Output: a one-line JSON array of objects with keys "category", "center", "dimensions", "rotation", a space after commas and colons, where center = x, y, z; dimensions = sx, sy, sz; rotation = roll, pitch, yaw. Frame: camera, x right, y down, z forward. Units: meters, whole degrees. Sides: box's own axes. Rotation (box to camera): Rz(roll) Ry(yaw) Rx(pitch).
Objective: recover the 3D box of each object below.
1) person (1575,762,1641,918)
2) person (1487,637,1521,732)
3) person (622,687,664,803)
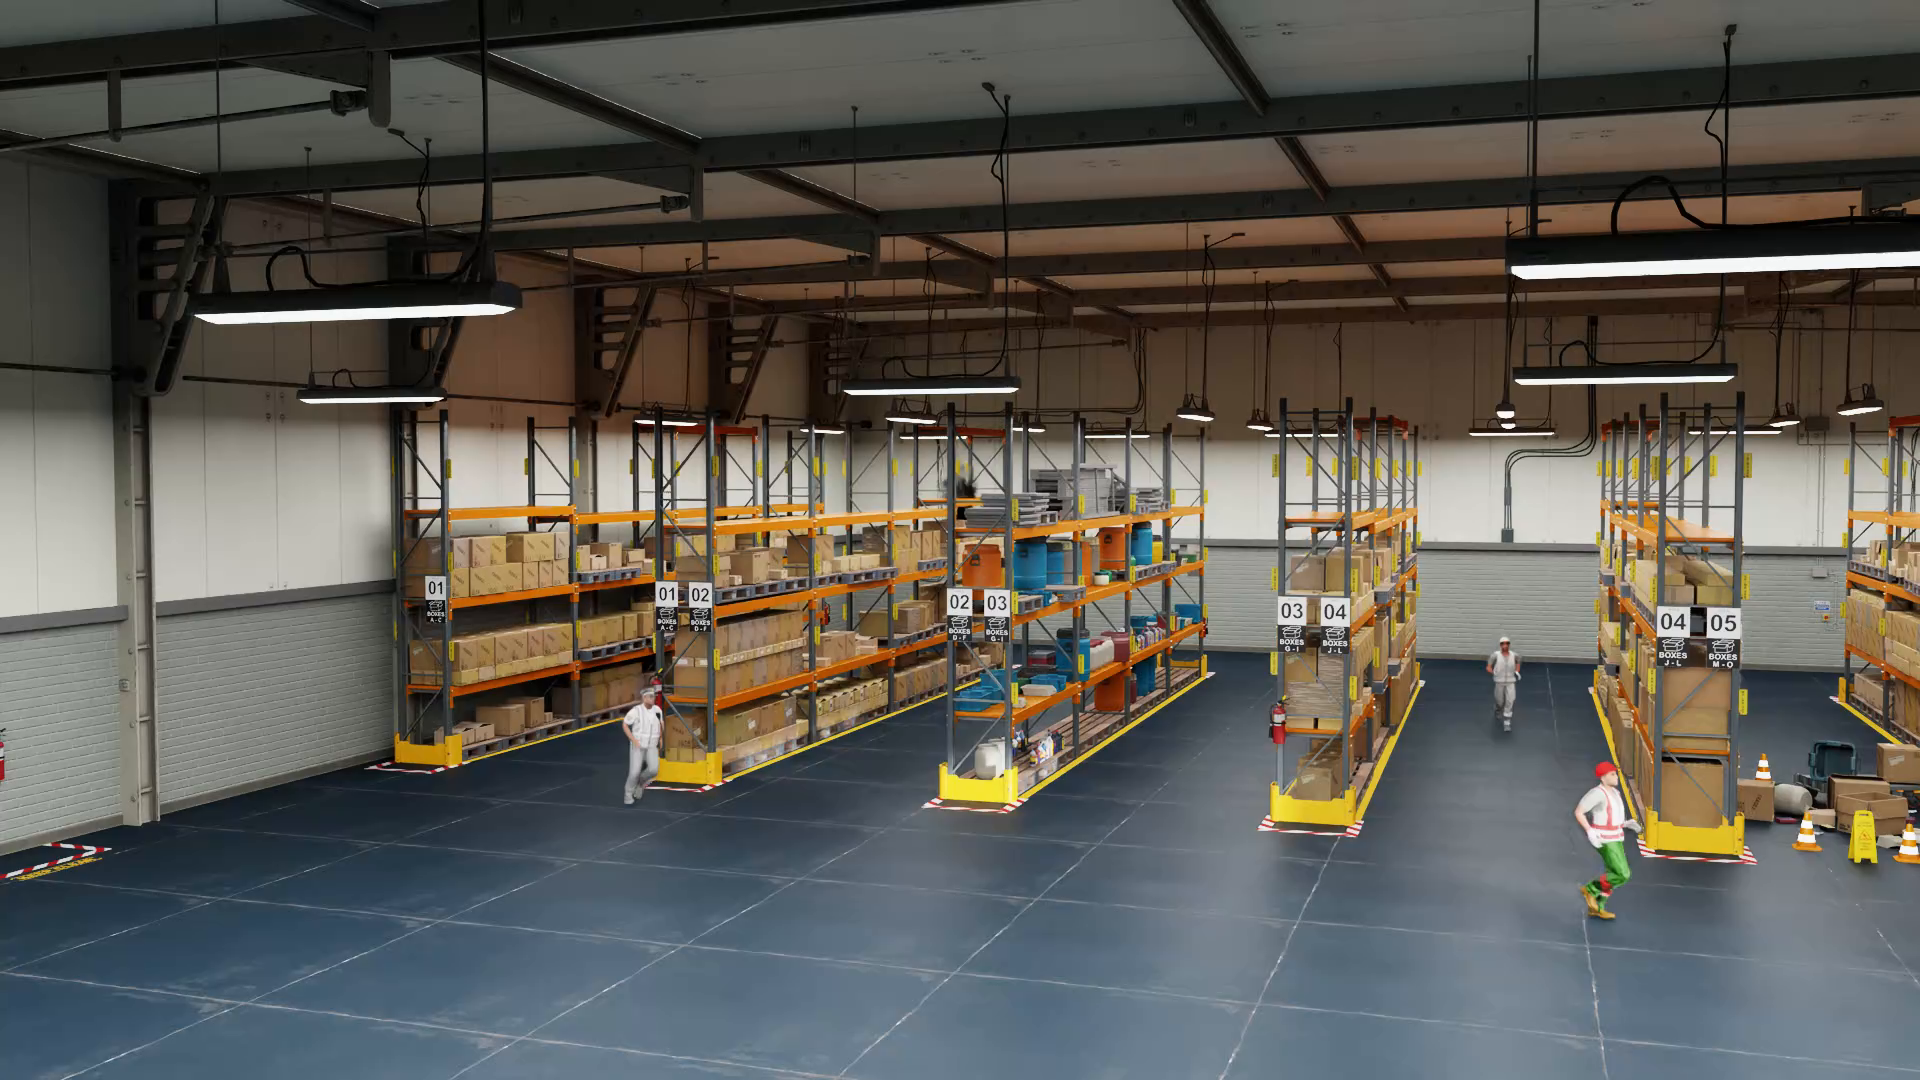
[{"category": "person", "center": [7.215, 3.333, 18.406], "dimensions": [0.650, 1.740, 0.577], "rotation": [-2, 3, -43]}, {"category": "person", "center": [10.448, 2.746, 31.904], "dimensions": [0.658, 1.779, 0.928], "rotation": [0, 2, 8]}, {"category": "person", "center": [-4.705, 3.072, 24.987], "dimensions": [0.719, 1.714, 0.530], "rotation": [-2, 3, -35]}]
